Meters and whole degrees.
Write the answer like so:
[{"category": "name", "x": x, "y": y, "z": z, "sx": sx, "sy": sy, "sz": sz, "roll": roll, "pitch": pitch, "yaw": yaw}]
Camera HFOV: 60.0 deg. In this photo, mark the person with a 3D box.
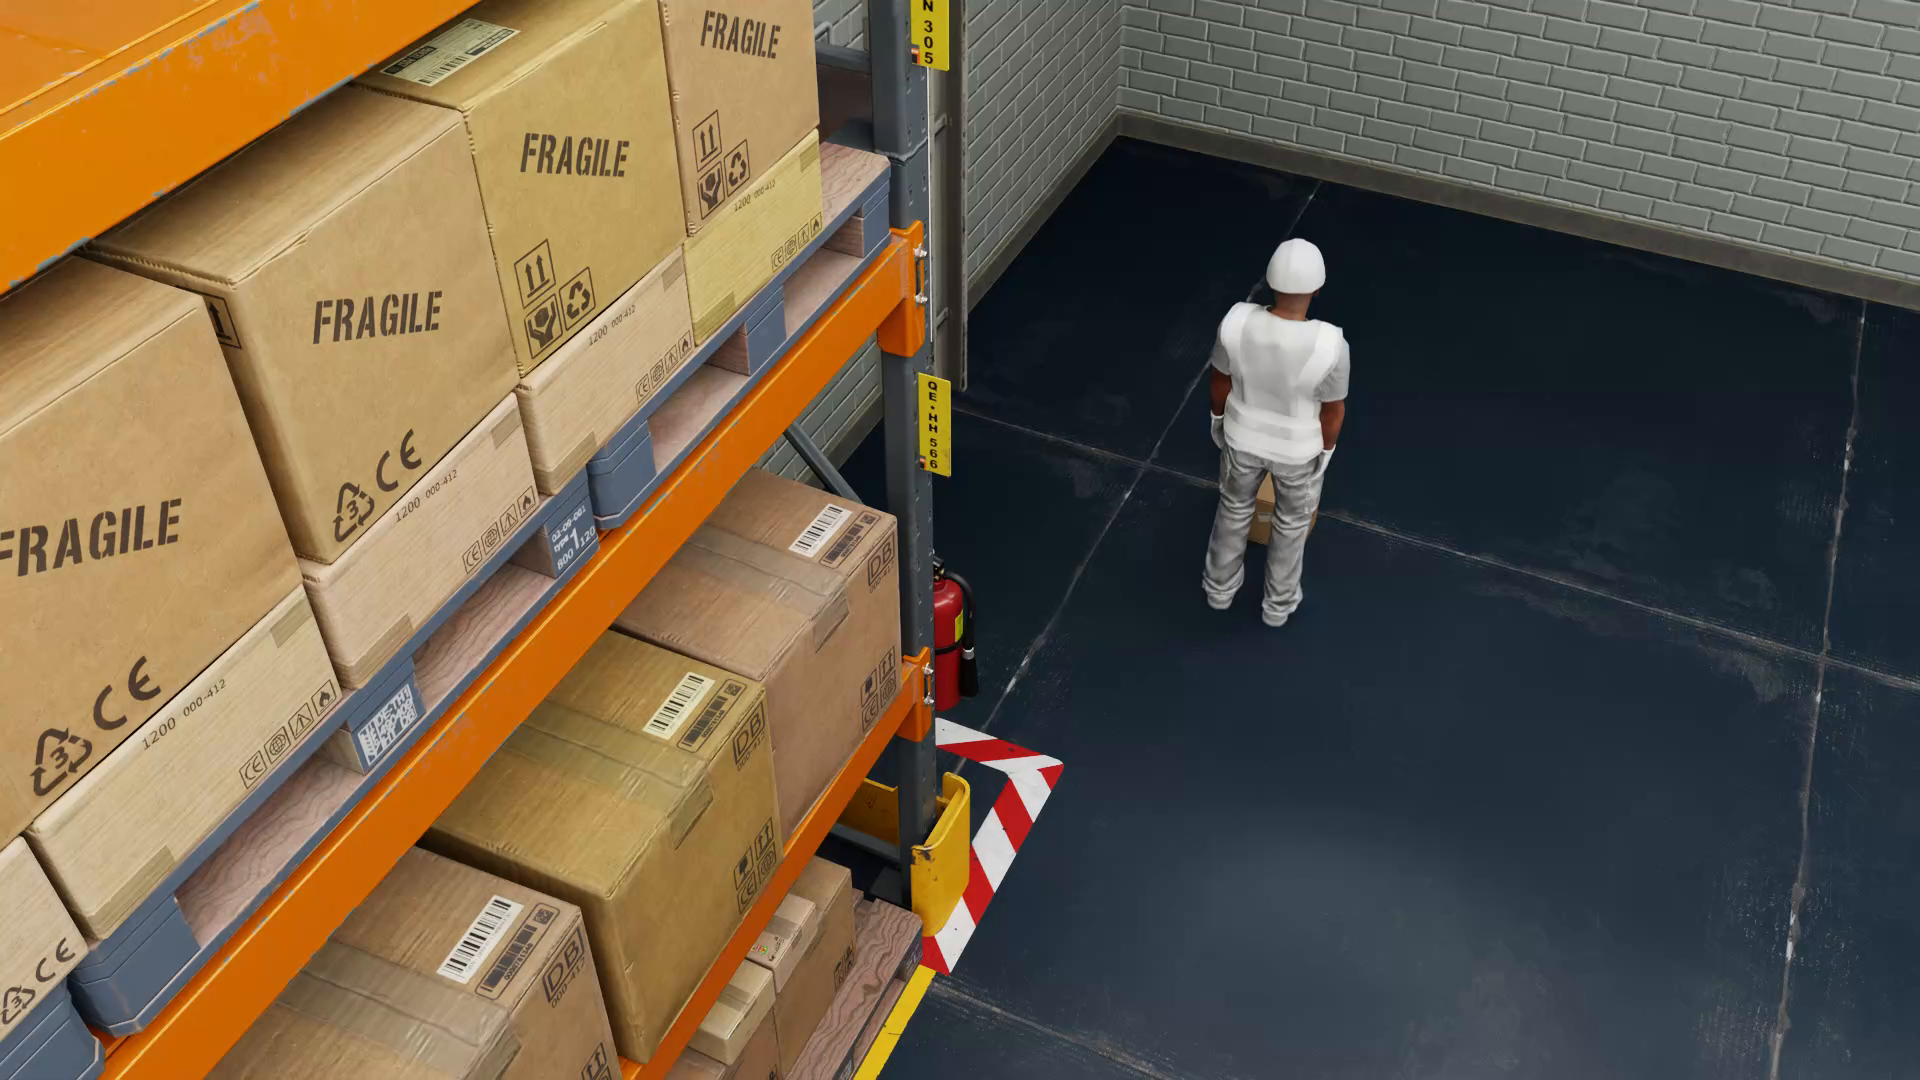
[{"category": "person", "x": 1.238, "y": -0.415, "z": 6.611, "sx": 0.545, "sy": 1.780, "sz": 0.359, "roll": 18, "pitch": 45, "yaw": 19}]
